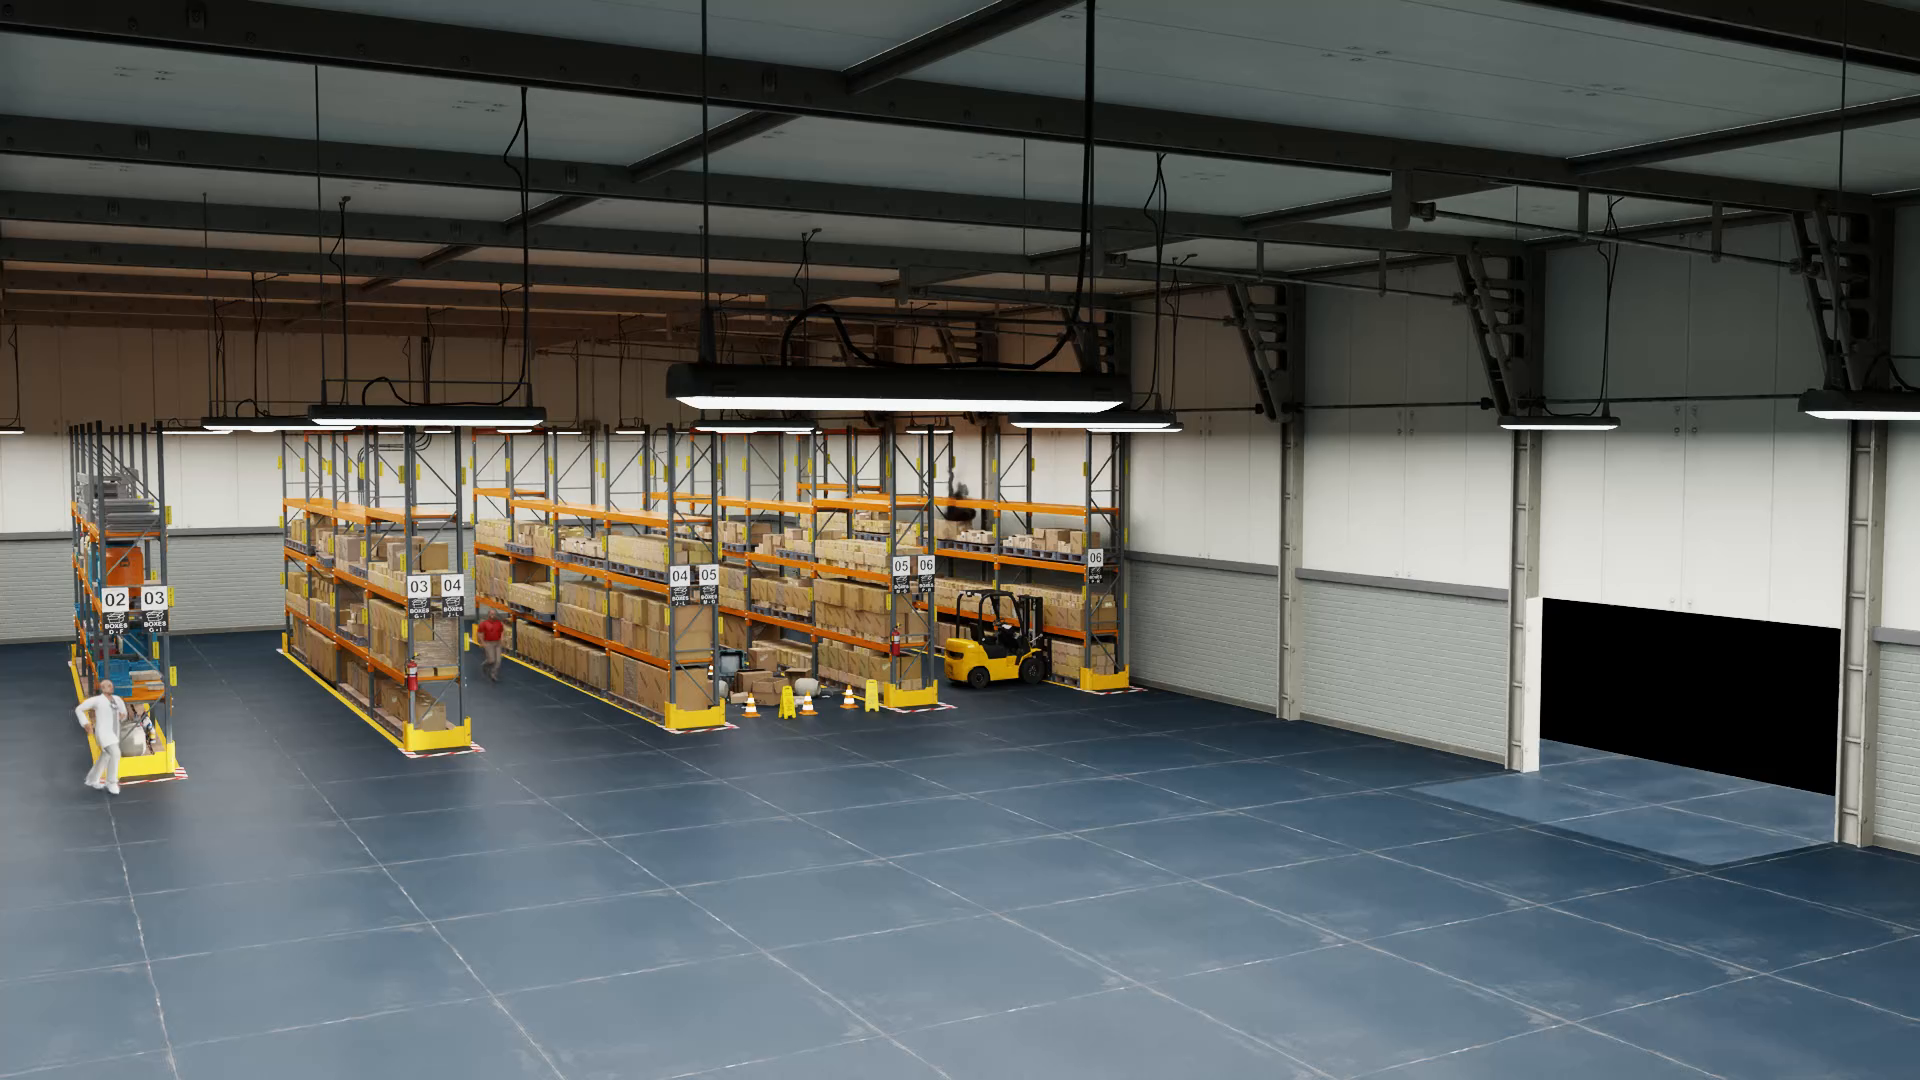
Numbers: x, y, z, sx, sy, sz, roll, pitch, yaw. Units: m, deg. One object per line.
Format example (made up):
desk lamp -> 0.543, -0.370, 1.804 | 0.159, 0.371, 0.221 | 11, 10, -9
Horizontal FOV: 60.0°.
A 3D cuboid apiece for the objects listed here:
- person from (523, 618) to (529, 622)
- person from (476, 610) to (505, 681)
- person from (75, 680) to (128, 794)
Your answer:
person -> -12.460, 1.855, 48.564 | 0.868, 1.770, 0.627 | -3, 5, -39
person -> -10.966, 2.474, 39.024 | 0.664, 1.672, 0.576 | -3, 5, -40
person -> -13.840, 3.187, 26.949 | 0.724, 1.833, 0.731 | 1, 4, 9
